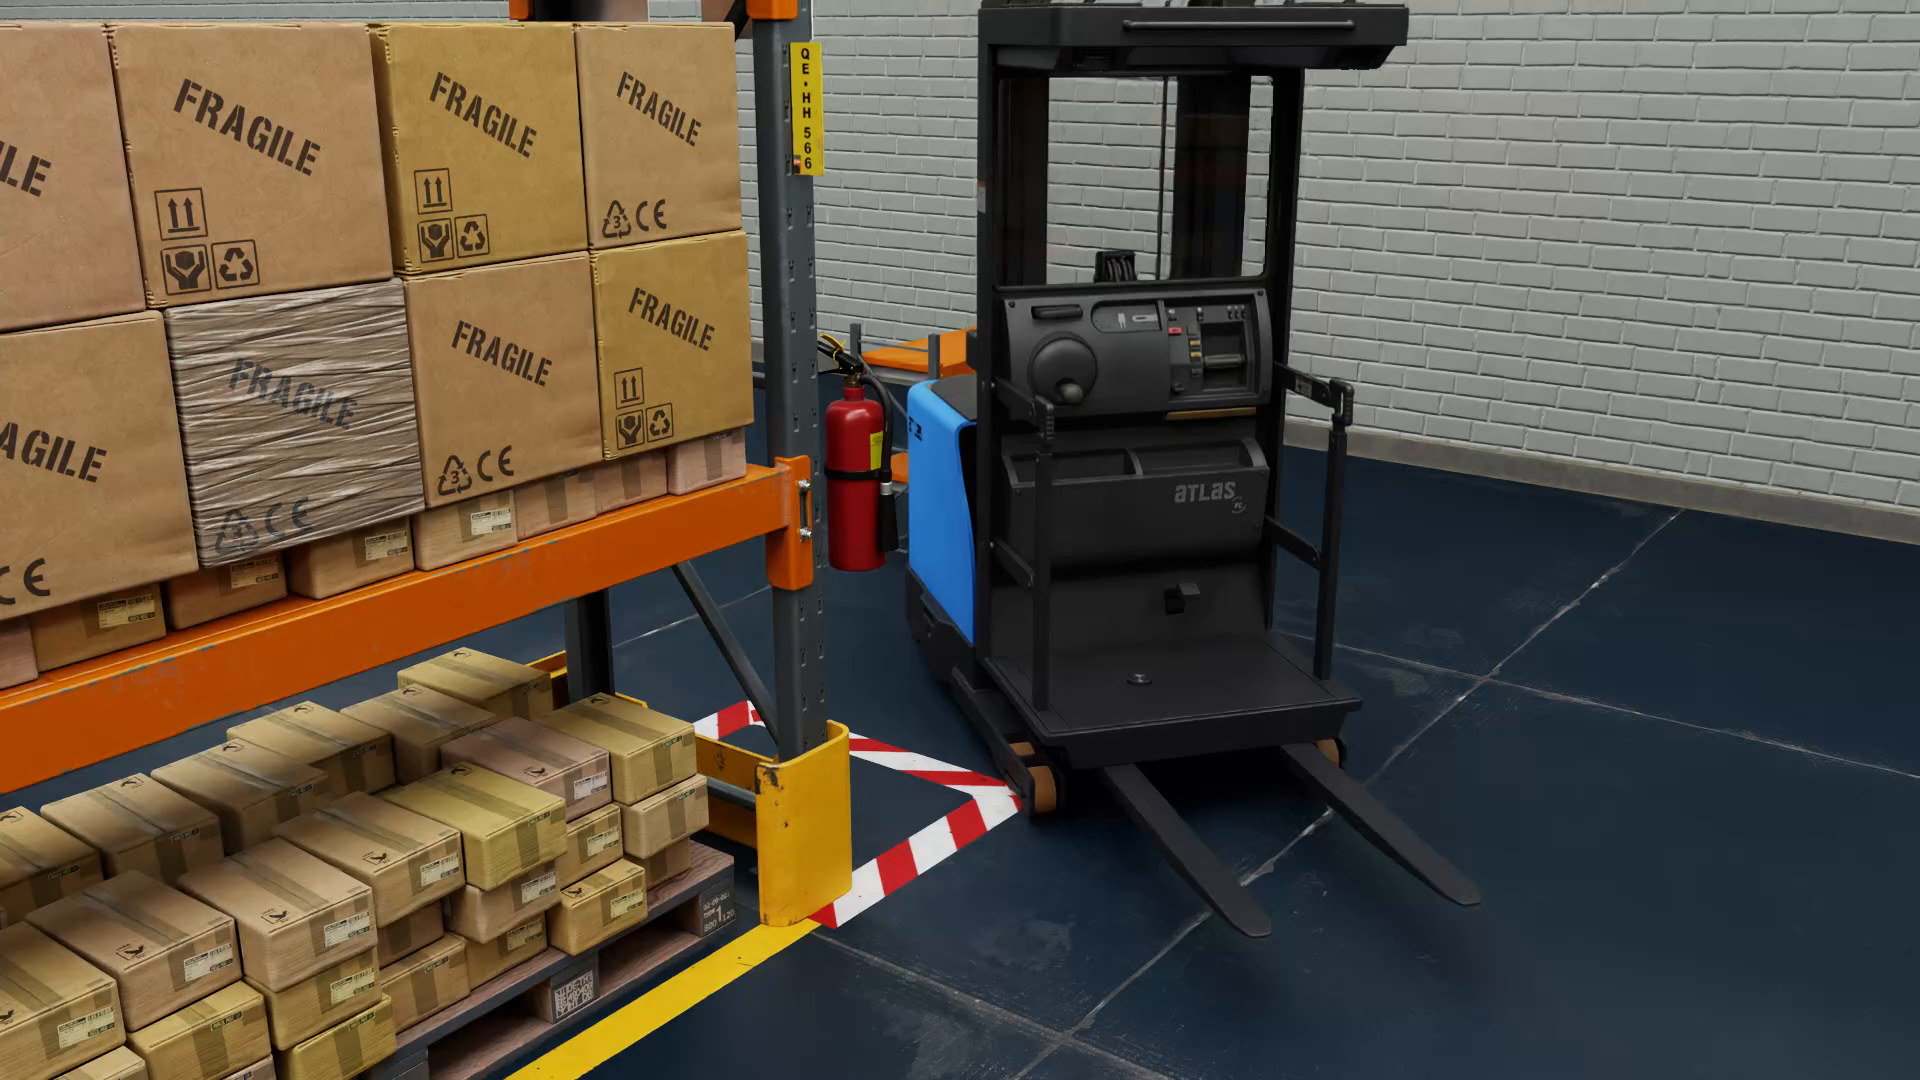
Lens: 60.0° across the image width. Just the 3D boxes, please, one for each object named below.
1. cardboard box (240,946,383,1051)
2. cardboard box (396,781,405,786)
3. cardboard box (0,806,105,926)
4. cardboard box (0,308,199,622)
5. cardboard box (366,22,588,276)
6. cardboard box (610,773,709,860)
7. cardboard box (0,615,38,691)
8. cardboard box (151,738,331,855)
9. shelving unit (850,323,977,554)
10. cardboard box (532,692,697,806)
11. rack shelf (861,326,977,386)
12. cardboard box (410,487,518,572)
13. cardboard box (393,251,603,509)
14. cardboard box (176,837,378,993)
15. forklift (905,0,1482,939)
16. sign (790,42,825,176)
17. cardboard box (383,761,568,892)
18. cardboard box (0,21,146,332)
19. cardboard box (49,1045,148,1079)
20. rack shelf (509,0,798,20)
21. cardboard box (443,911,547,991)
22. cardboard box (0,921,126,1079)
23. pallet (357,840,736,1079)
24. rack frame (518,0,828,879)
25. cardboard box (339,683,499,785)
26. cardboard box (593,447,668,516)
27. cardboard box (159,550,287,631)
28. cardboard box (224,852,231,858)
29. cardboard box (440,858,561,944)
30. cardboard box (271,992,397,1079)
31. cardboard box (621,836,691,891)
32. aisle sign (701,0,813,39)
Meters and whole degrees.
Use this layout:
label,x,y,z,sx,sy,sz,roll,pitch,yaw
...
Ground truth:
label,x,y,z,sx,sy,sz,roll,pitch,yaw
cardboard box,-1.512,0.955,3.708,0.380,0.149,0.250,13,21,35
cardboard box,-1.547,0.664,4.646,0.380,0.149,0.250,12,21,34
cardboard box,-2.174,0.769,3.806,0.380,0.149,0.250,13,21,36
cardboard box,-1.792,-0.166,3.050,0.500,0.500,0.500,14,22,37
cardboard box,-1.195,-0.883,3.675,0.500,0.500,0.500,12,21,33
cardboard box,-0.905,0.705,4.512,0.380,0.149,0.250,12,21,33
cardboard box,-1.904,0.179,3.033,0.380,0.149,0.250,13,22,37
cardboard box,-1.807,0.650,4.189,0.380,0.149,0.250,11,20,32
shelving unit,0.004,-0.539,8.082,0.538,1.125,1.048,12,21,35
cardboard box,-0.932,0.558,4.485,0.380,0.149,0.250,13,21,35
rack shelf,0.004,-0.818,7.995,0.538,0.278,1.000,12,21,35
cardboard box,-1.236,-0.062,3.810,0.380,0.149,0.250,13,22,36
cardboard box,-1.192,-0.405,3.821,0.500,0.500,0.500,12,21,34
cardboard box,-1.501,0.816,3.654,0.380,0.149,0.250,13,22,37
forklift,0.659,-0.634,5.344,1.130,2.935,3.031,-5,18,-15
sign,-0.386,-1.091,4.213,0.100,0.325,0.005,12,21,35
cardboard box,-1.180,0.692,4.054,0.380,0.149,0.250,12,21,33
cardboard box,-1.810,-0.631,2.863,0.500,0.500,0.500,12,21,33
cardboard box,-1.821,1.083,3.295,0.380,0.149,0.250,13,21,35
rack shelf,-2.012,-1.102,2.891,1.077,0.370,4.000,12,21,35
cardboard box,-1.265,0.960,4.193,0.380,0.149,0.250,12,21,34
cardboard box,-1.880,0.927,3.298,0.380,0.149,0.250,13,21,35
pallet,-1.378,1.047,4.515,1.003,0.211,1.213,12,21,35
rack frame,-0.820,-0.490,4.763,1.000,3.000,0.127,12,21,35
cardboard box,-1.473,0.539,4.547,0.380,0.149,0.250,13,21,36
cardboard box,-0.966,-0.190,4.220,0.380,0.149,0.250,12,21,35
cardboard box,-1.626,0.049,3.452,0.380,0.149,0.250,11,21,32
cardboard box,-1.862,0.780,4.273,0.380,0.149,0.250,13,22,36
cardboard box,-1.214,0.829,4.113,0.380,0.149,0.250,11,21,32
cardboard box,-1.503,1.093,3.765,0.380,0.149,0.250,11,21,32
cardboard box,-0.966,0.833,4.601,0.380,0.149,0.250,13,21,36
aisle sign,-0.536,-1.696,4.263,0.394,0.787,0.004,12,21,35
